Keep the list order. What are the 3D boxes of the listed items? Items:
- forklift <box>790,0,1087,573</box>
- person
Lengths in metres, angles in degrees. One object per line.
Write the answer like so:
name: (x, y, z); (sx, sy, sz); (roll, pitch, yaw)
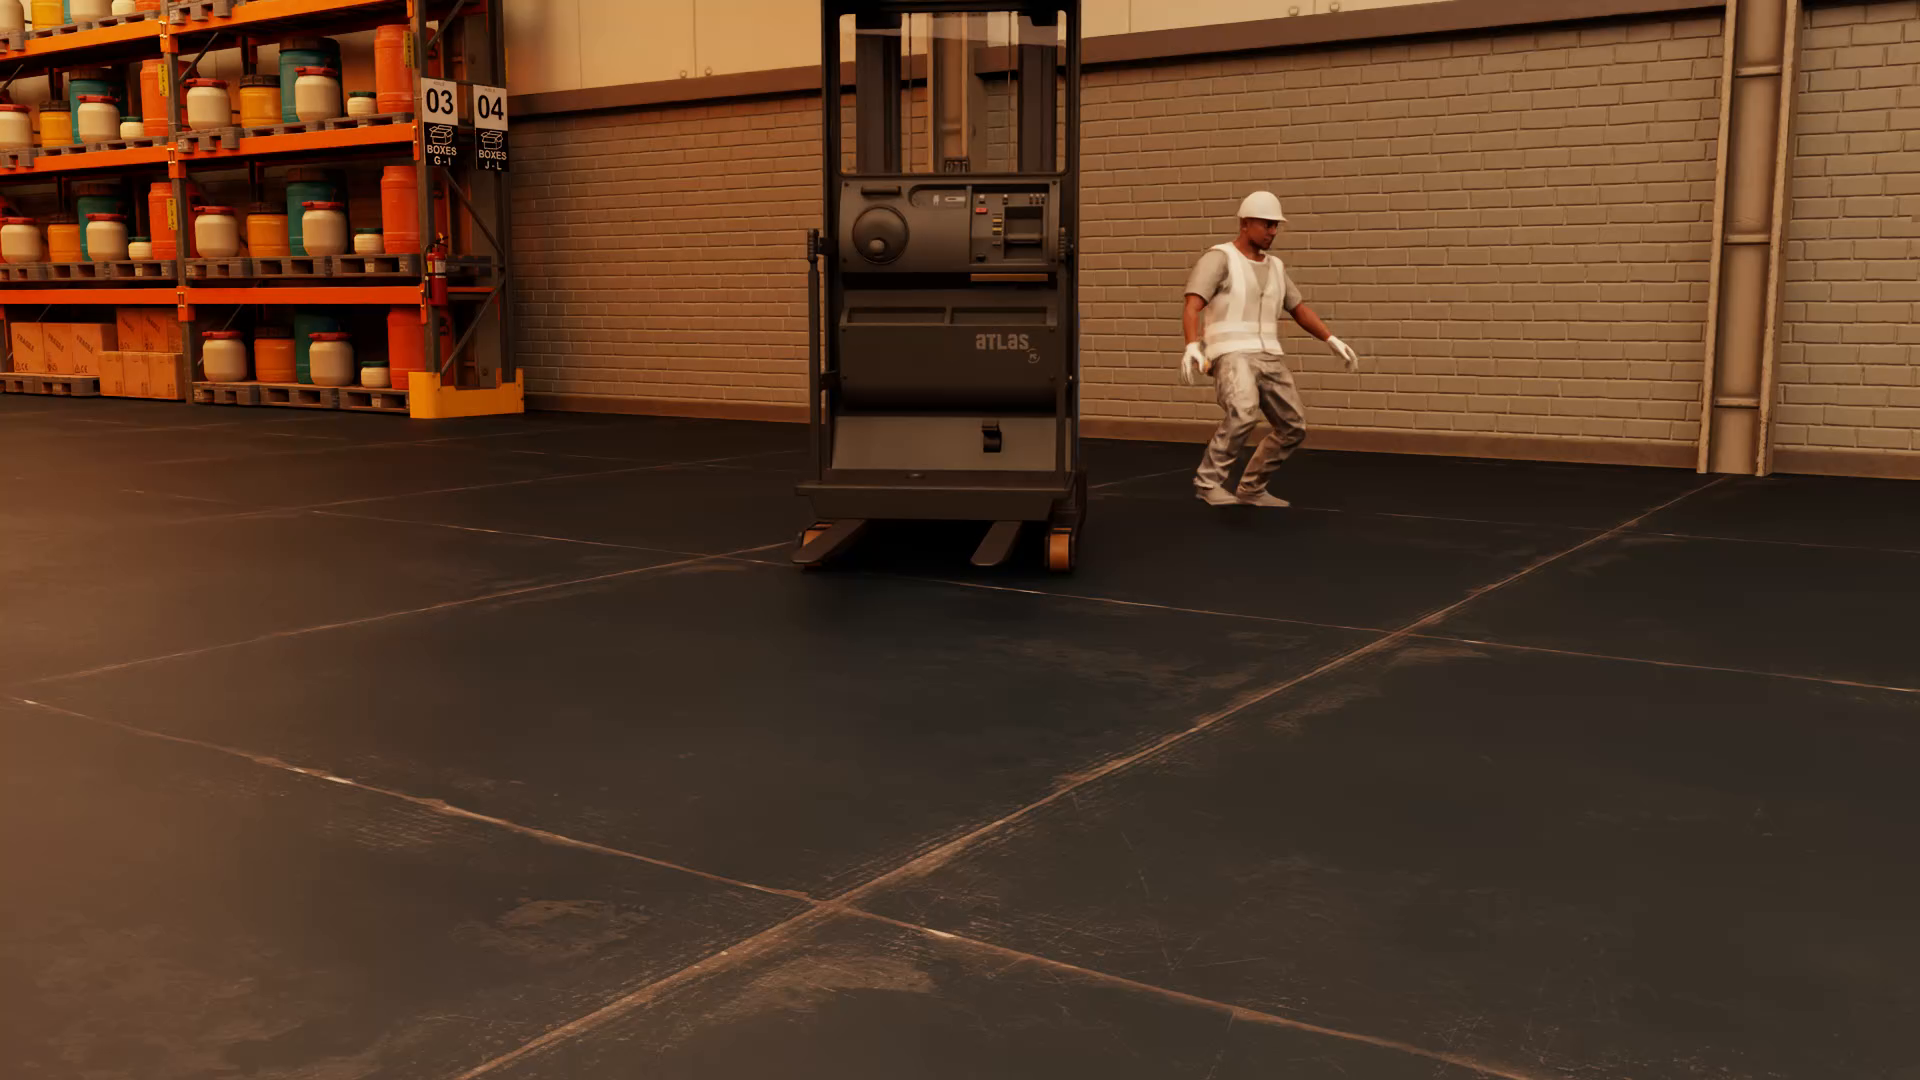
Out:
forklift: (-0.064, -1.366, 6.796); (1.130, 2.935, 3.031); (1, 8, 6)
person: (1.507, -0.940, 8.501); (1.014, 1.656, 0.671); (-5, 10, -32)
